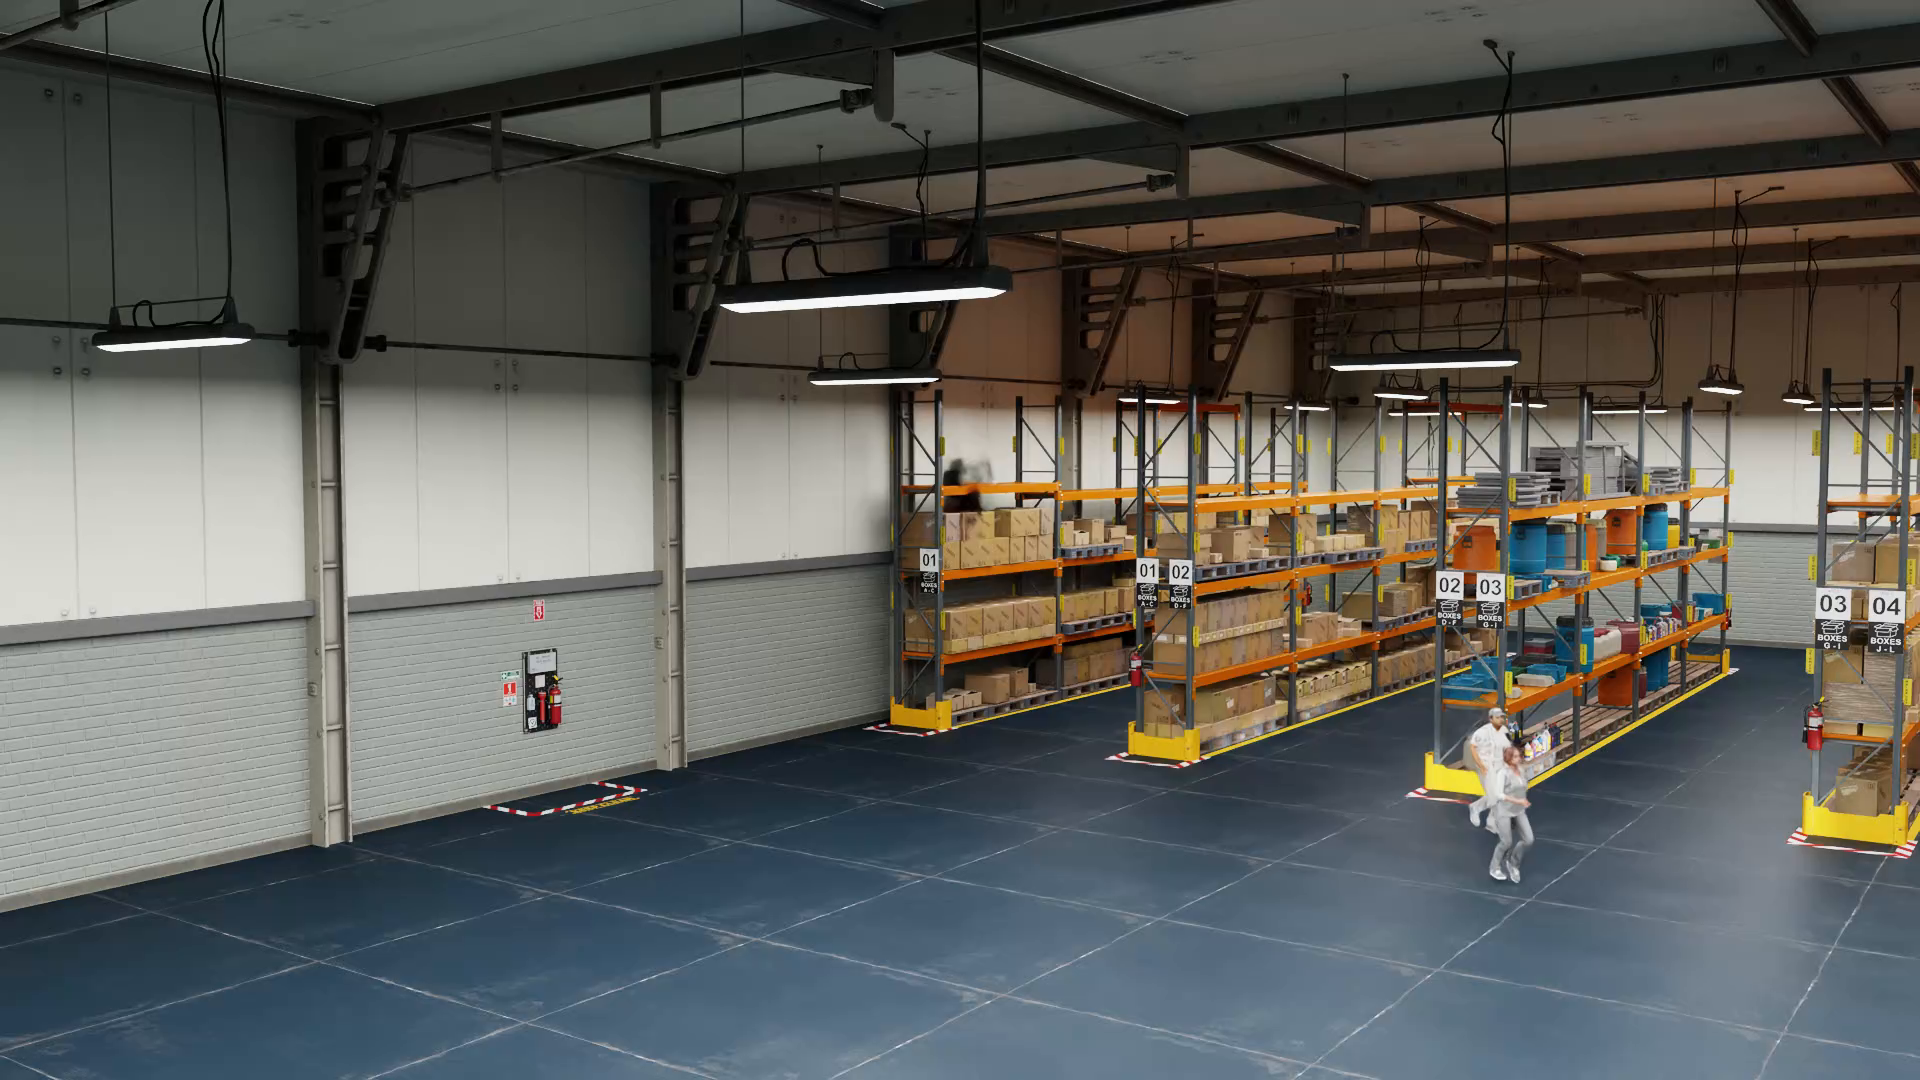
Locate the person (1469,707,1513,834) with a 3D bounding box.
[{"bbox_3d":[6.930,2.979,21.584,0.621,1.636,0.549,-1,3,-22],"label":"person"}]

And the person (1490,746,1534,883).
[{"bbox_3d":[6.321,3.140,18.974,0.558,1.592,0.639,-1,4,-25],"label":"person"}]
